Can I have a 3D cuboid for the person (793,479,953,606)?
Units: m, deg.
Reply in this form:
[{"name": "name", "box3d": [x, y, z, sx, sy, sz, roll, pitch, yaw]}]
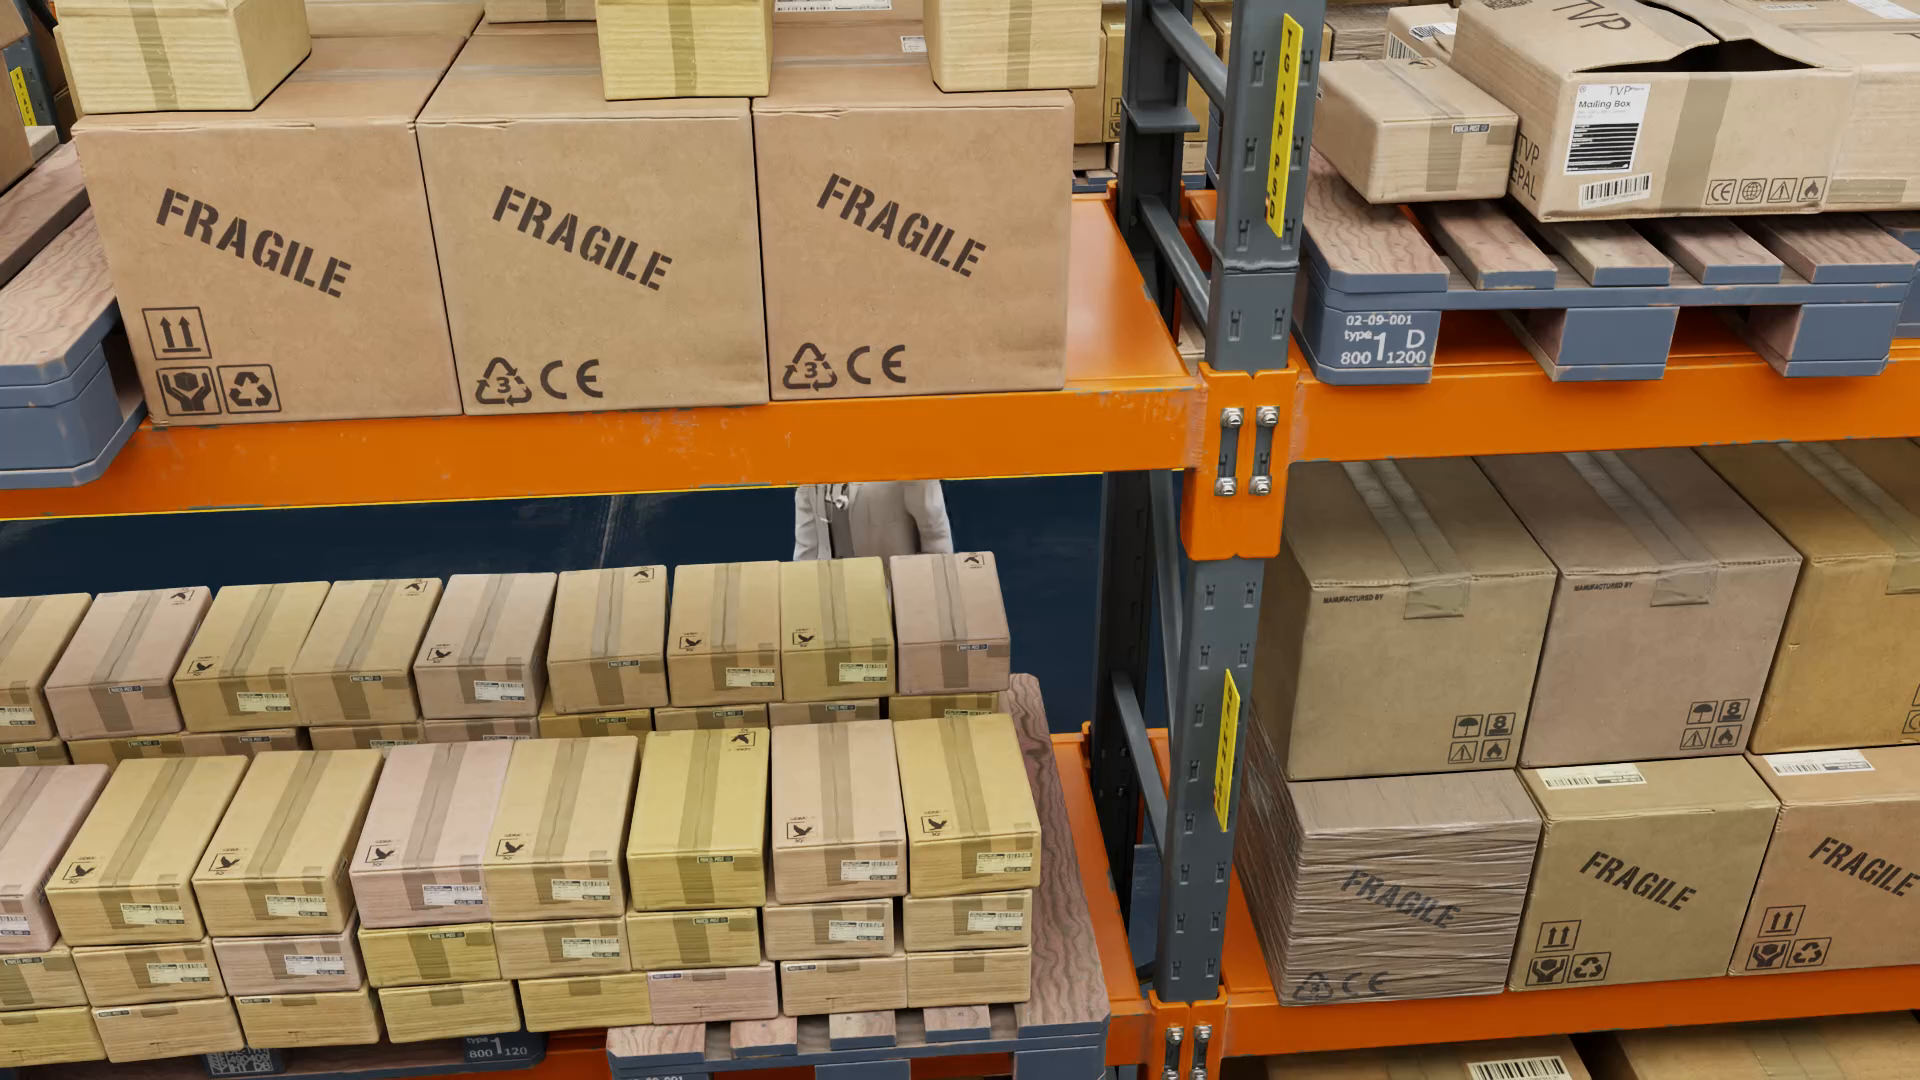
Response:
[{"name": "person", "box3d": [-0.344, 0.187, 5.802, 0.634, 1.754, 0.827, 20, 36, 30]}]
